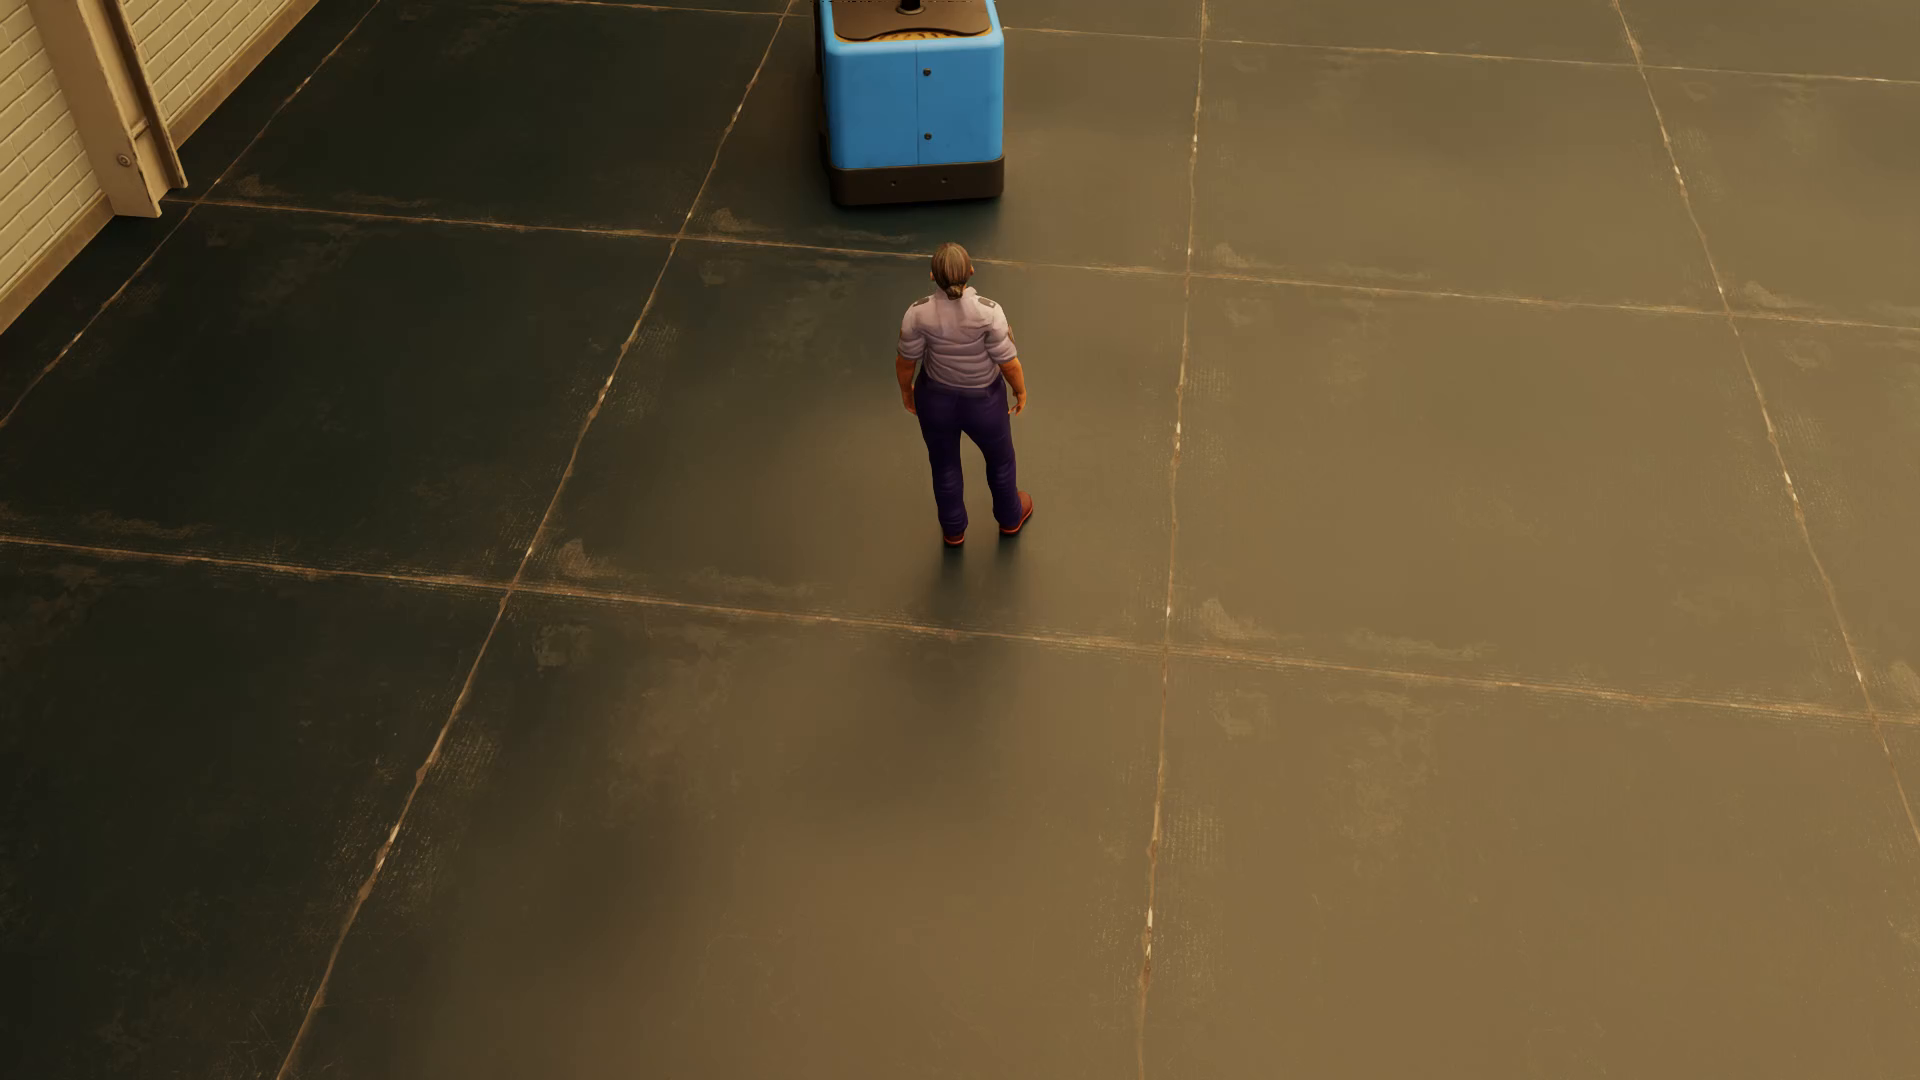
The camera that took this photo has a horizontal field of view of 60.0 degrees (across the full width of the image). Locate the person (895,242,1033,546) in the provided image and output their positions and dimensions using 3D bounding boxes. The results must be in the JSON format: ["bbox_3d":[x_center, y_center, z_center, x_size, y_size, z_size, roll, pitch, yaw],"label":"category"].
[{"bbox_3d":[0.035,-0.666,7.396,0.598,1.641,0.502,5,43,6],"label":"person"}]

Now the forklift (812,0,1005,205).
[{"bbox_3d":[-0.408,-4.080,10.166,1.130,2.935,3.031,-4,43,-5],"label":"forklift"}]
